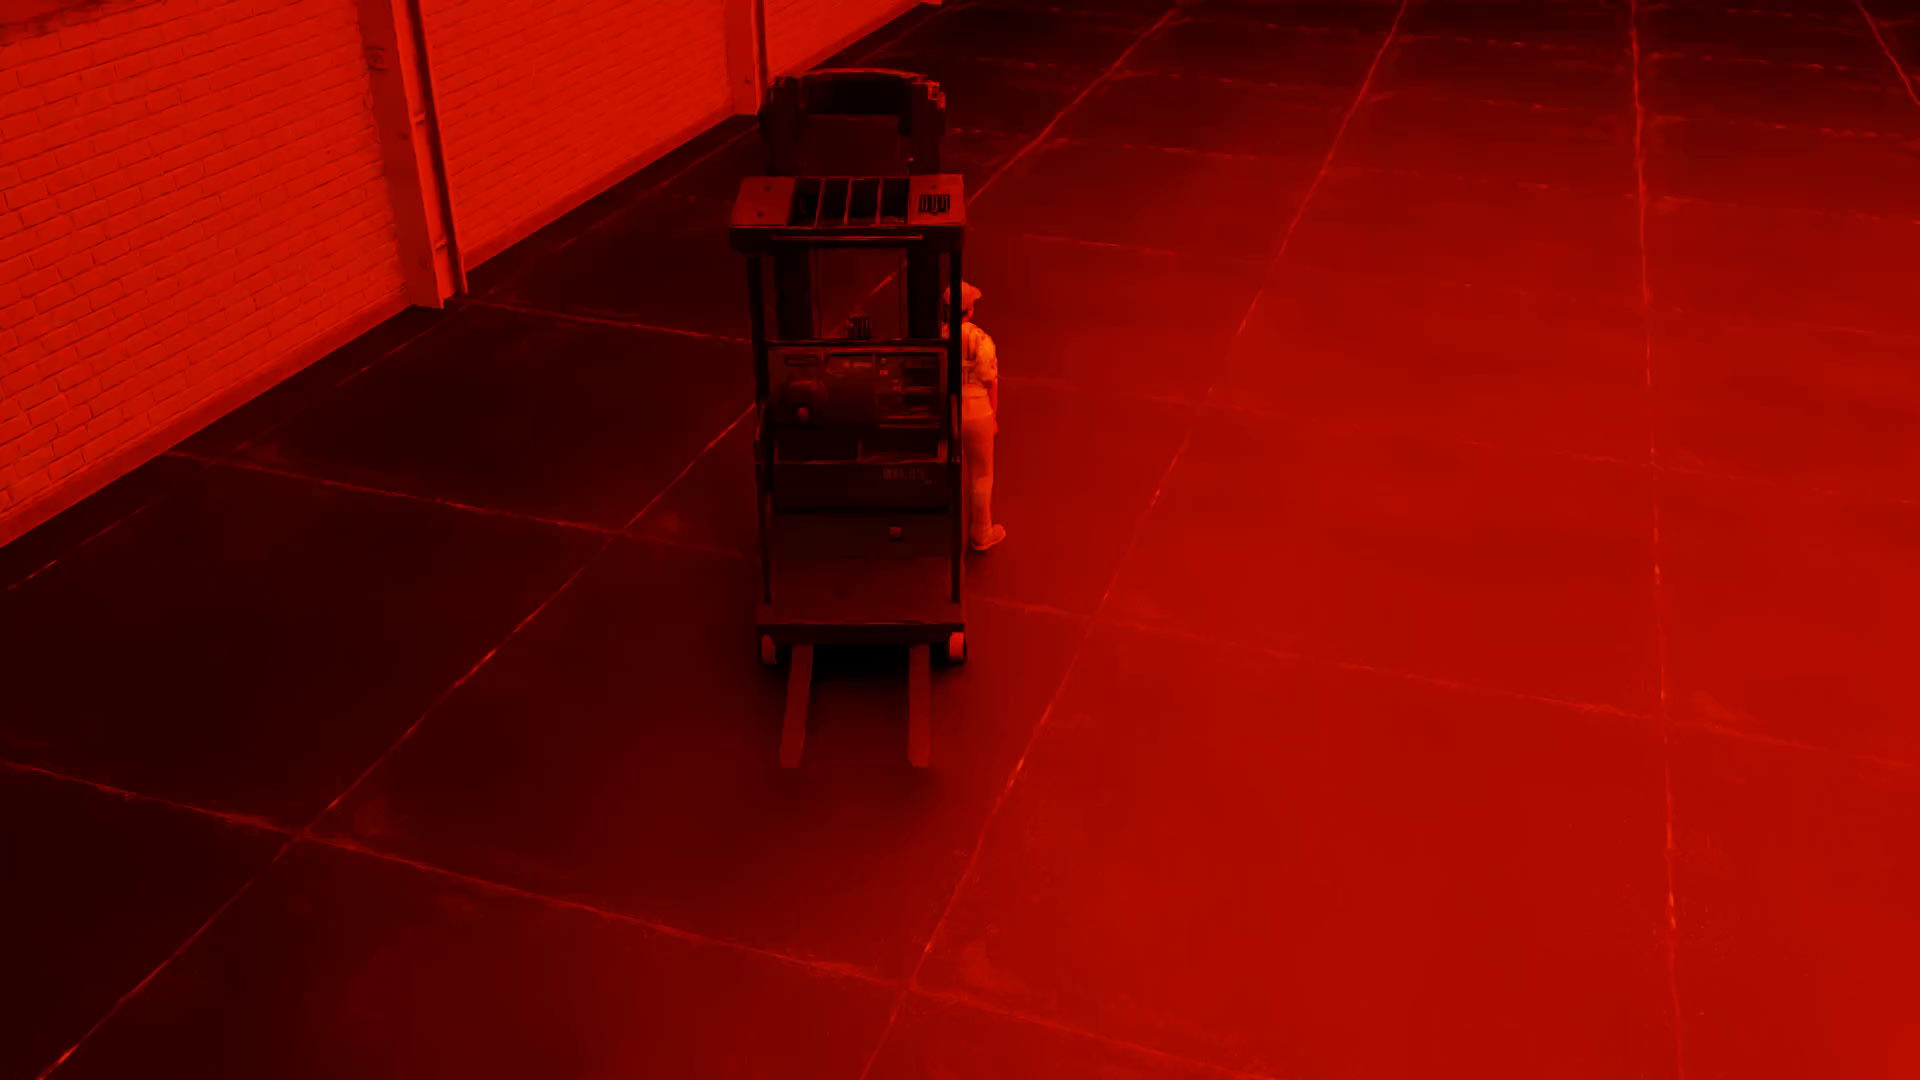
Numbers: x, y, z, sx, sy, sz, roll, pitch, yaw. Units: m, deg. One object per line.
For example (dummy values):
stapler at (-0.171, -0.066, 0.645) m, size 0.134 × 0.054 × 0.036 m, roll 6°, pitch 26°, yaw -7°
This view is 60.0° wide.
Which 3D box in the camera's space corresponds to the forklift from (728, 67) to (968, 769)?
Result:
forklift at (-0.524, -0.765, 8.478) m, size 1.130 × 2.935 × 3.031 m, roll -1°, pitch 30°, yaw -1°

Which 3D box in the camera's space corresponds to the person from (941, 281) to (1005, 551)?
person at (0.015, -0.732, 9.705) m, size 0.482 × 1.666 × 0.407 m, roll 10°, pitch 31°, yaw 16°
